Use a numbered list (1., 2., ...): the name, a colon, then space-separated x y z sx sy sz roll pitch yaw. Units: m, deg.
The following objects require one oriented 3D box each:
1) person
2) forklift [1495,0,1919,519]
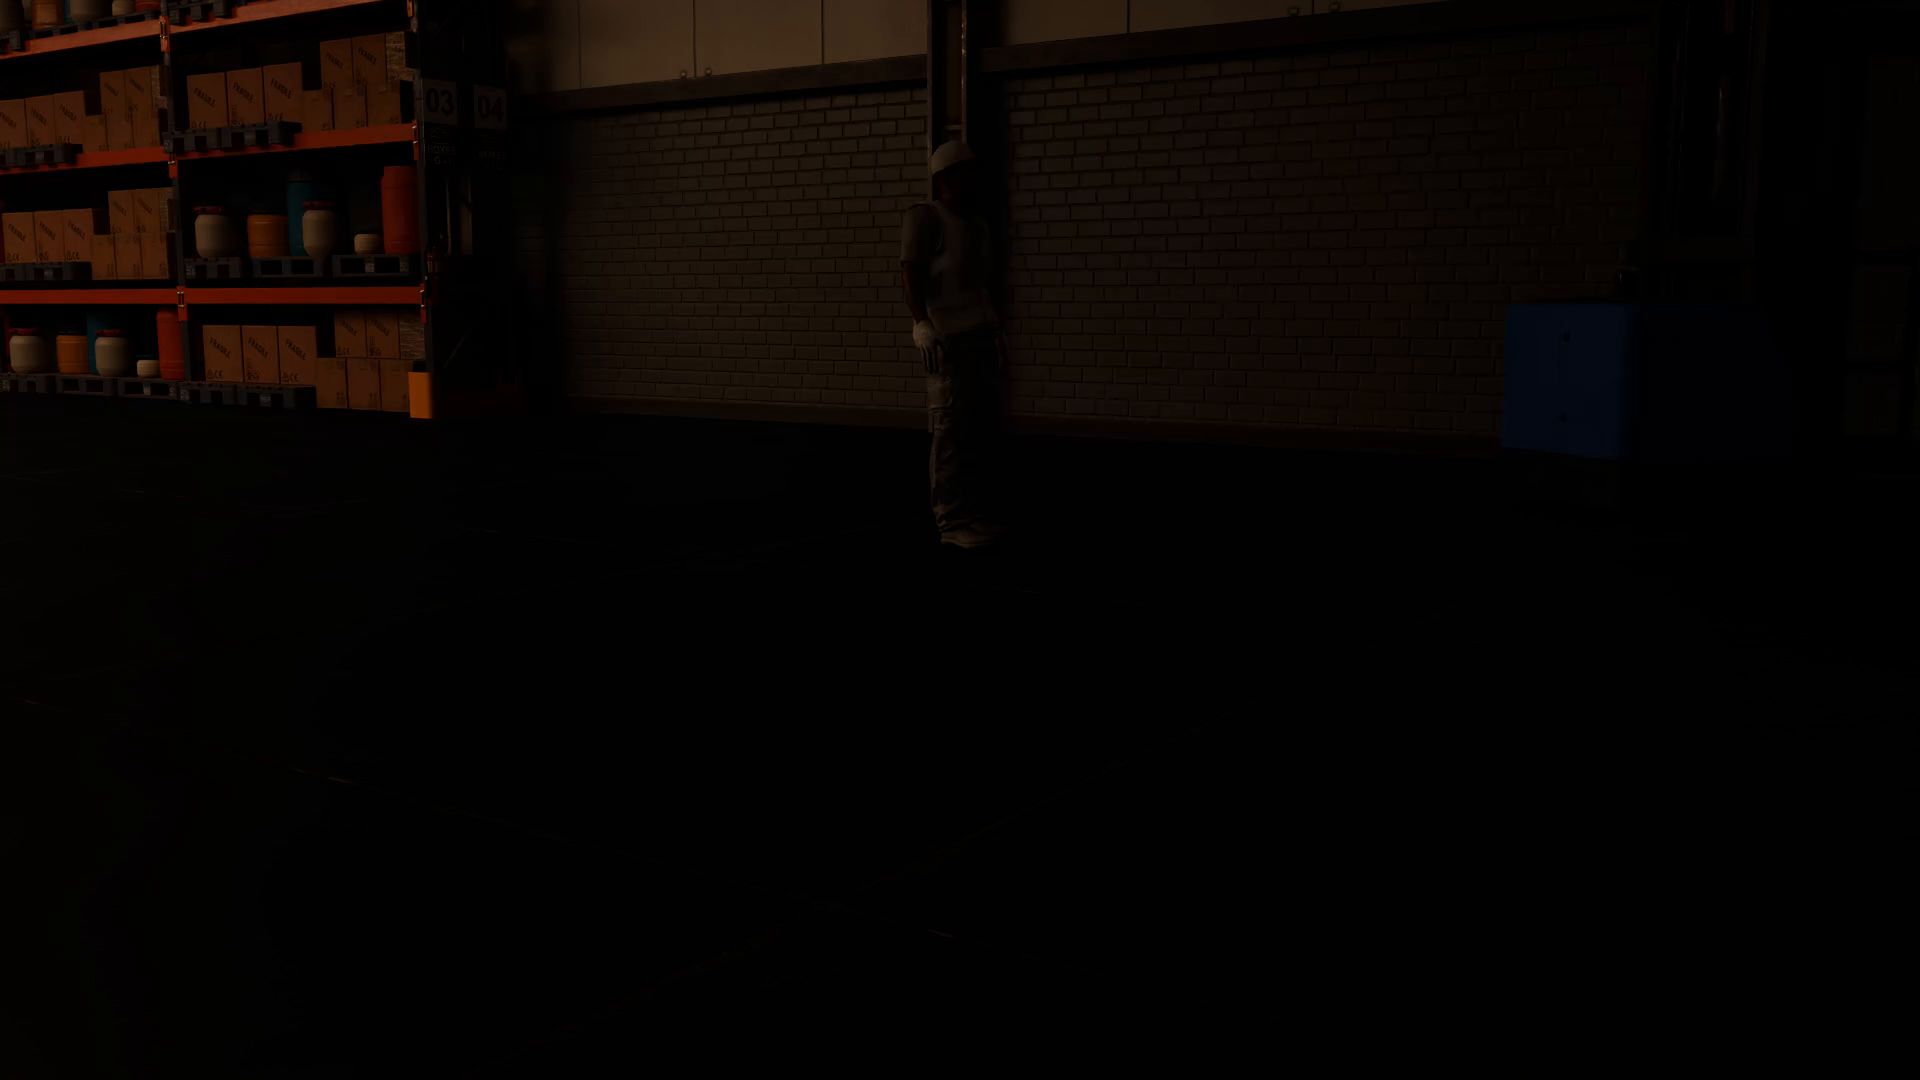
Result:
1. person: 0.055 -0.884 7.430 0.575 1.785 0.657 5 10 34
2. forklift: 4.461 -1.653 8.815 3.031 2.935 1.130 -3 9 -18
